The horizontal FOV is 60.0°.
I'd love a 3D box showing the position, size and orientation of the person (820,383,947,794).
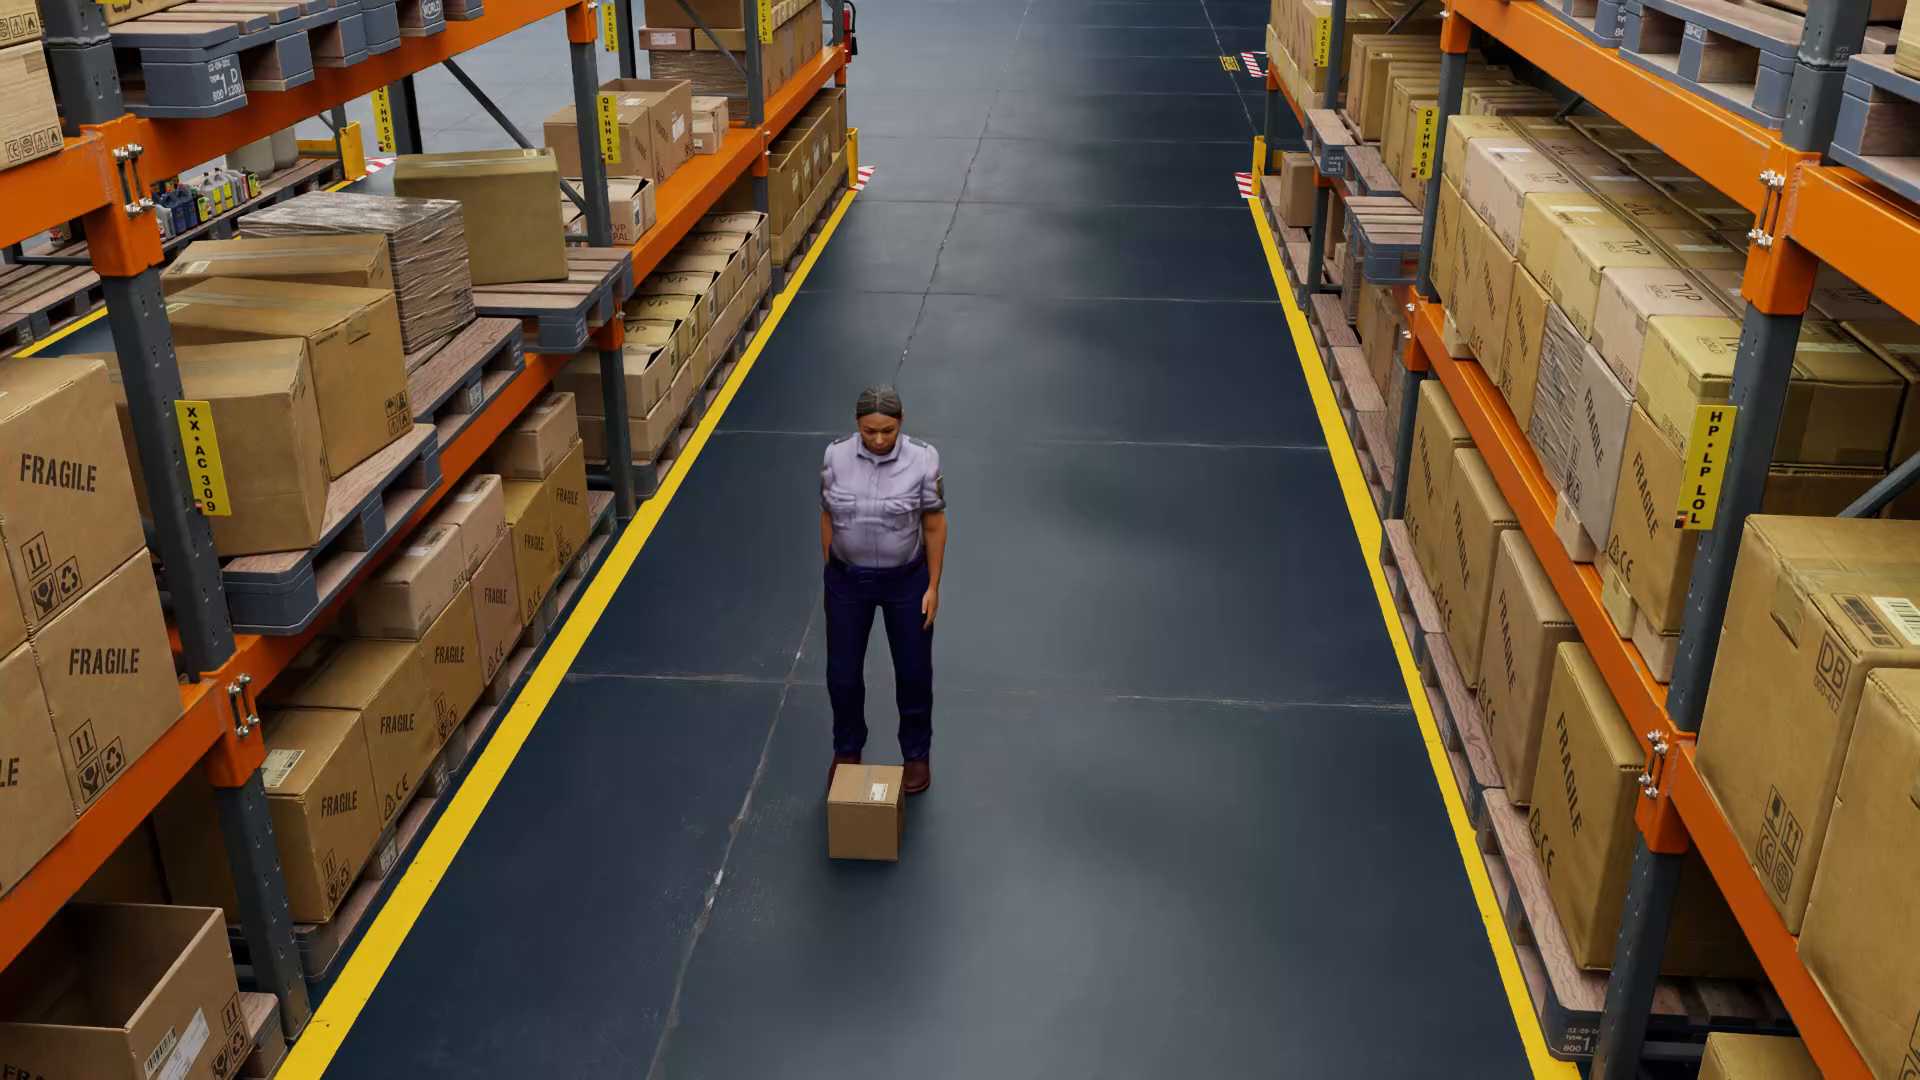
[{"bbox_3d":[-0.285,0.177,6.257,0.476,1.637,0.339,2,25,5],"label":"person"}]
